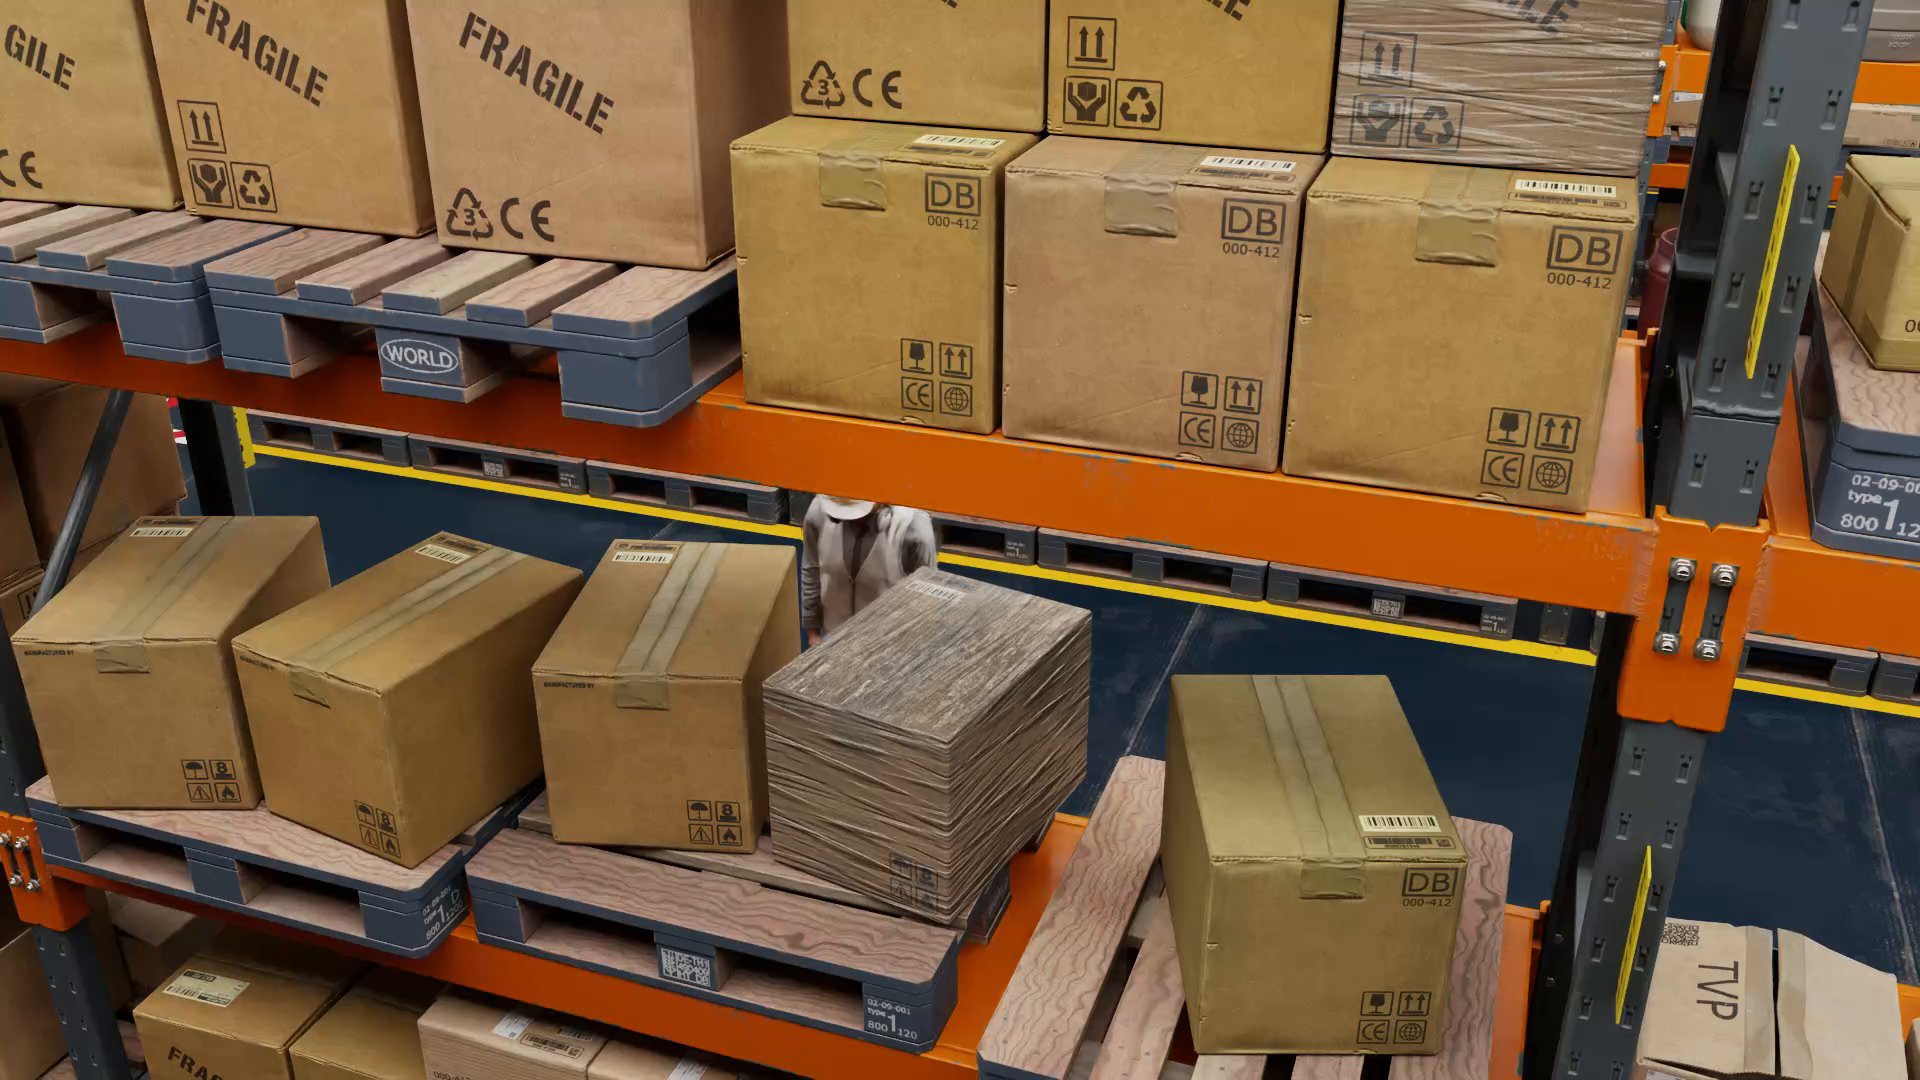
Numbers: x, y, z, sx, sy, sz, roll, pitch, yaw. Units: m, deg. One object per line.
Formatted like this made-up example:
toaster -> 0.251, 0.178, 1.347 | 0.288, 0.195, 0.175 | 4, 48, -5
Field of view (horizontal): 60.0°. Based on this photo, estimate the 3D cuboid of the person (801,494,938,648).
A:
person -> -0.339, 0.383, 6.381 | 0.567, 1.695, 0.516 | 9, 27, 19
